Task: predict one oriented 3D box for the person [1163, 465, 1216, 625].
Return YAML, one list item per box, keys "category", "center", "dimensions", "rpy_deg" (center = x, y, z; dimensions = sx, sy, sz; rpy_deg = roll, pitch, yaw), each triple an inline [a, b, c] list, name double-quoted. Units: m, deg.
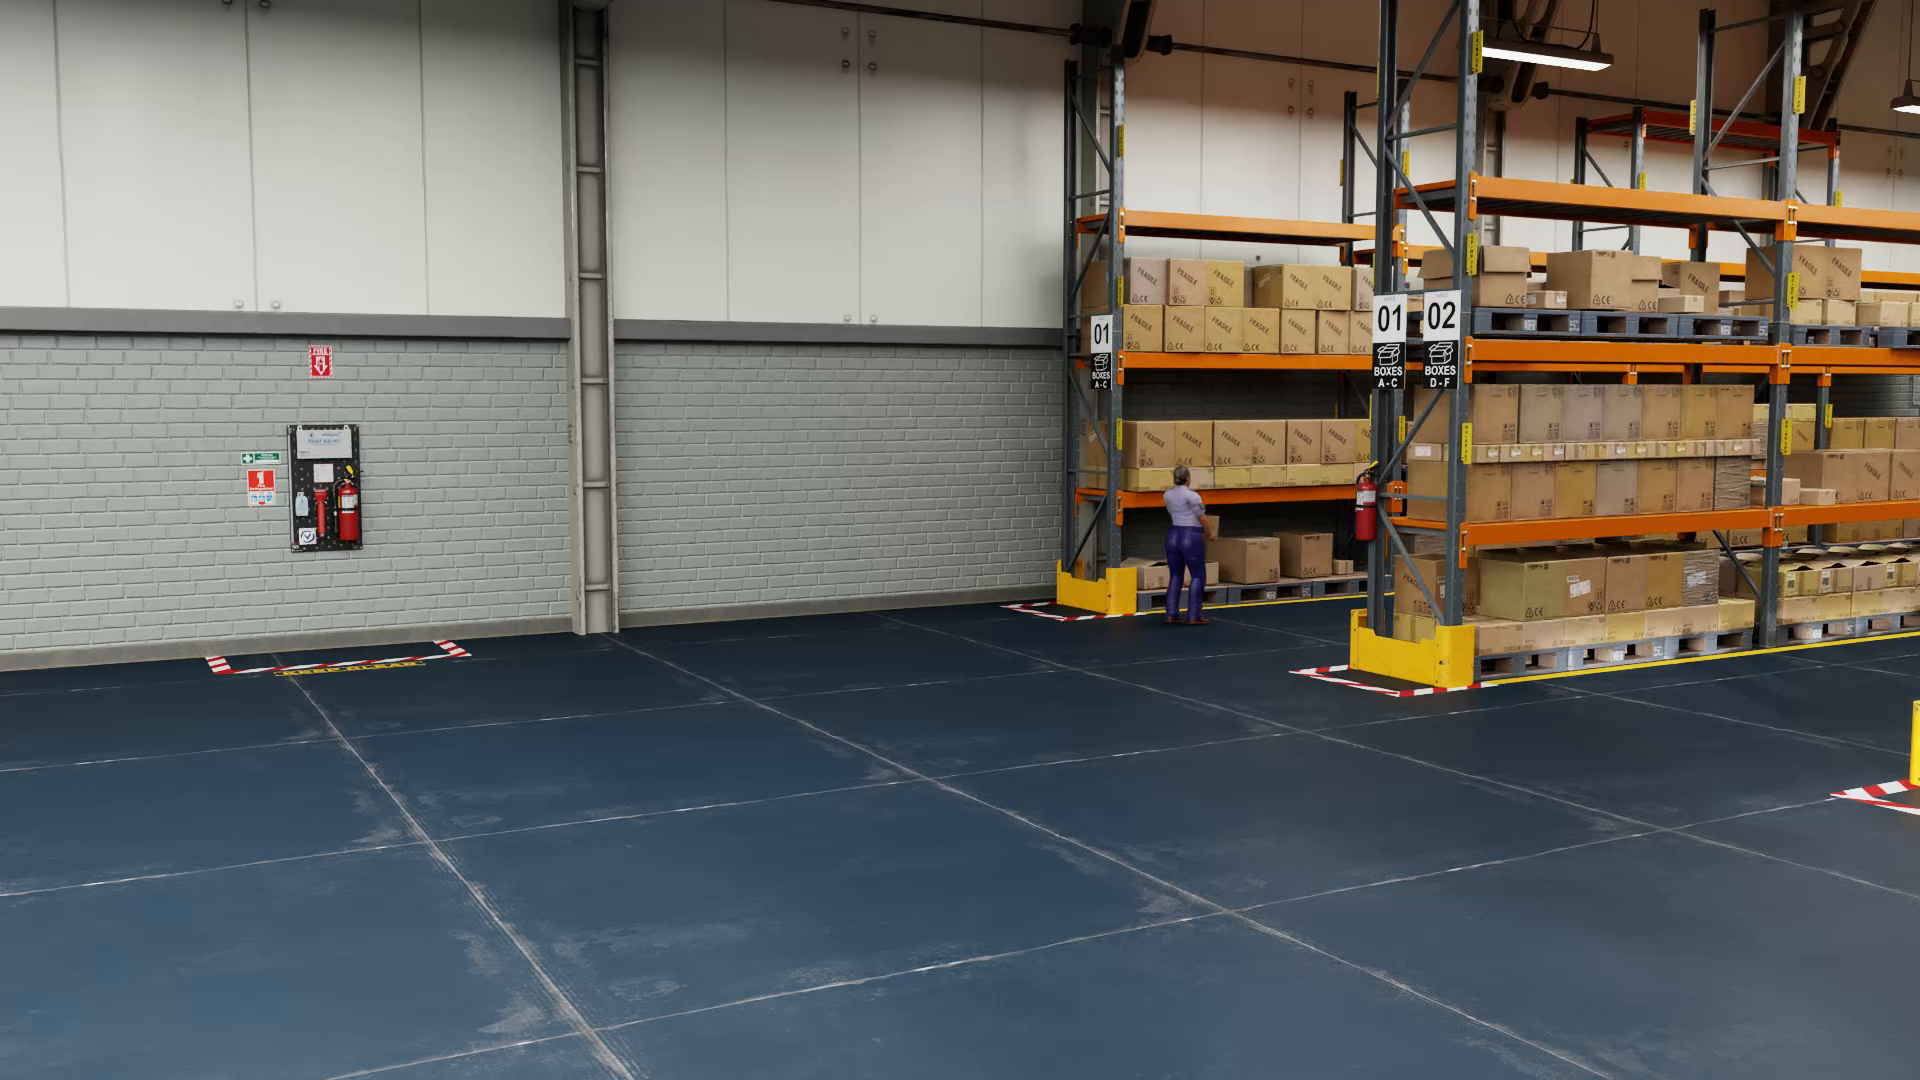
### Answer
- category: "person"
  center: [2.369, 0.047, 17.130]
  dimensions: [0.514, 1.640, 0.453]
  rpy_deg: [-5, 7, -44]
